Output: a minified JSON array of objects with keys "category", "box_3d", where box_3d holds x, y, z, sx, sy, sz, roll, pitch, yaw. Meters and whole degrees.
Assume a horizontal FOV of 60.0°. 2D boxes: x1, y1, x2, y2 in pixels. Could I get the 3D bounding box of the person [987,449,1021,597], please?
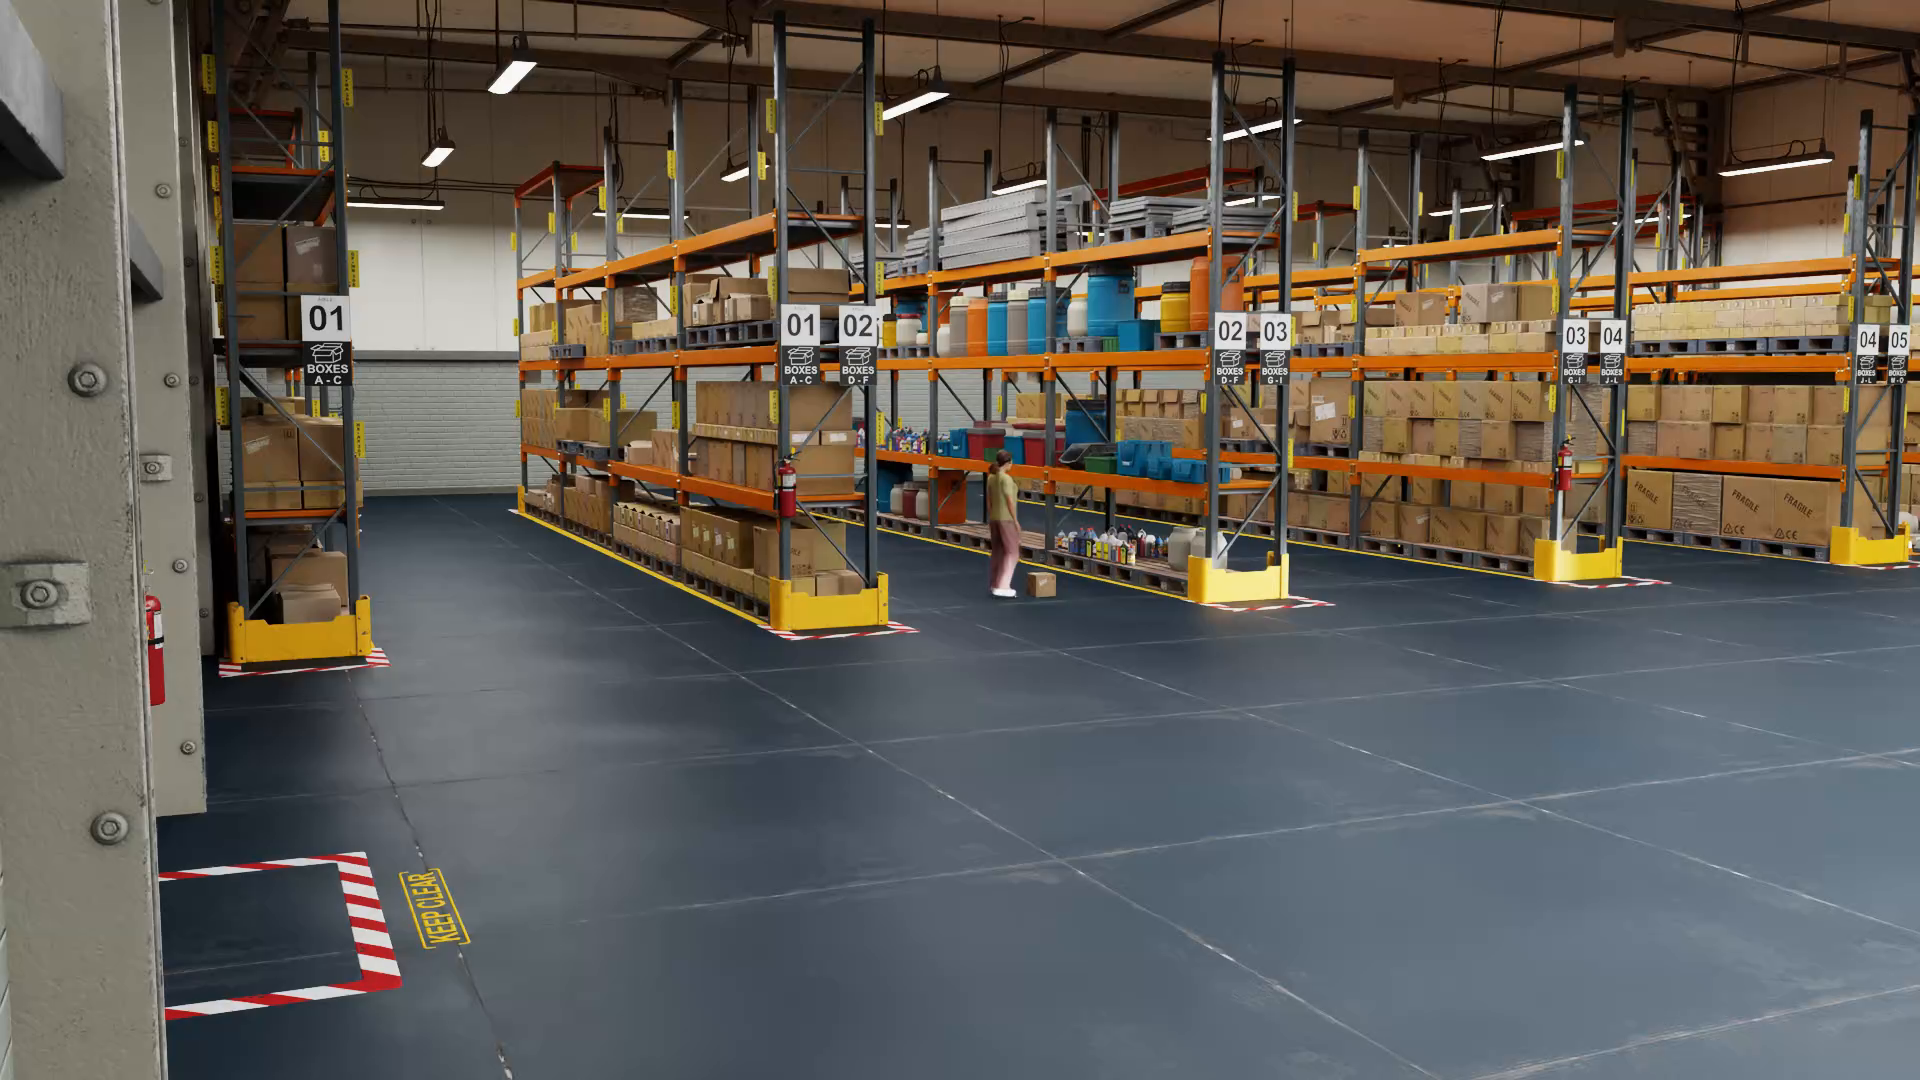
[{"category":"person","box_3d":[0.503,-0.186,18.847,0.470,1.690,0.474,-3,6,-31]}]
